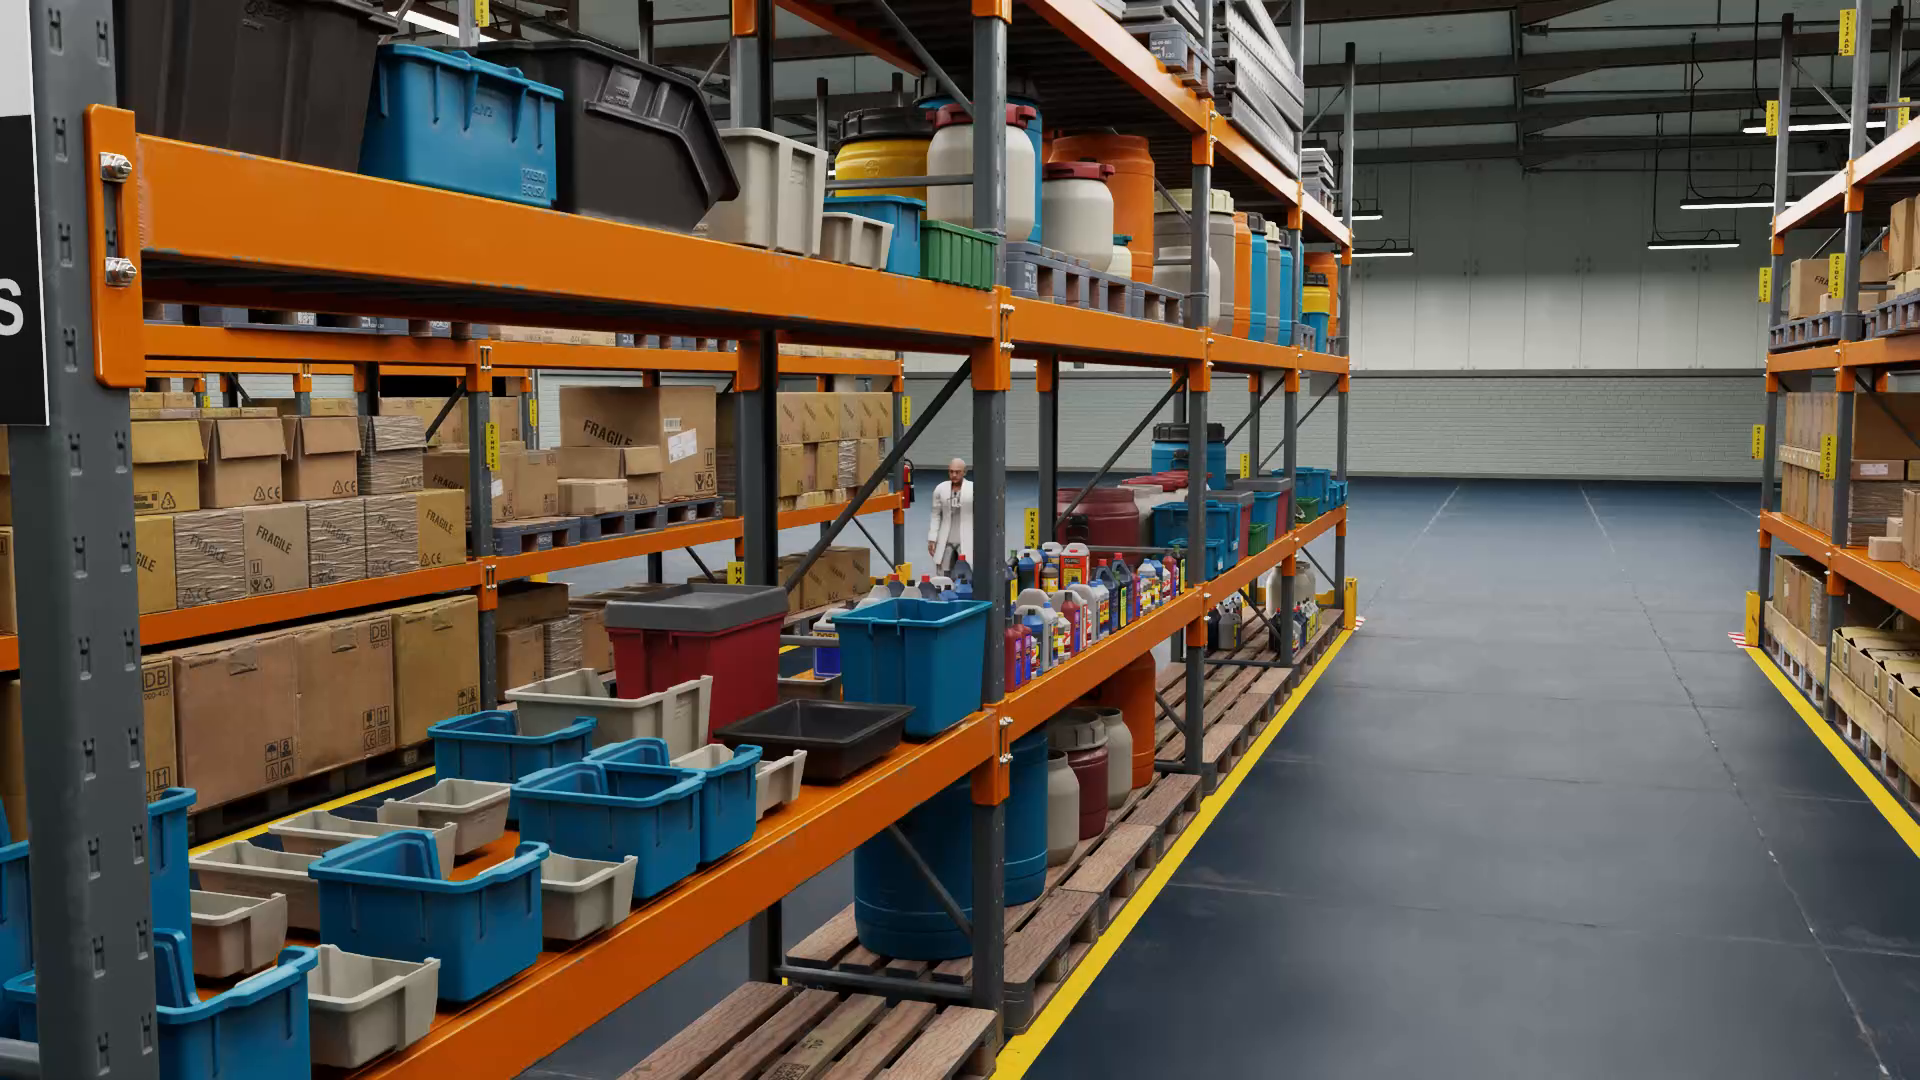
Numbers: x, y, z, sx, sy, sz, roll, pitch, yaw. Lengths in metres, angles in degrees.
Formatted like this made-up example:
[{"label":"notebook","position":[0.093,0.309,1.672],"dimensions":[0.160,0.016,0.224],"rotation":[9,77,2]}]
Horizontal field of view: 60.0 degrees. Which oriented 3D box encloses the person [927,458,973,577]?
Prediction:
[{"label":"person","position":[-0.030,0.040,17.208],"dimensions":[0.648,1.774,0.418],"rotation":[2,5,18]}]
